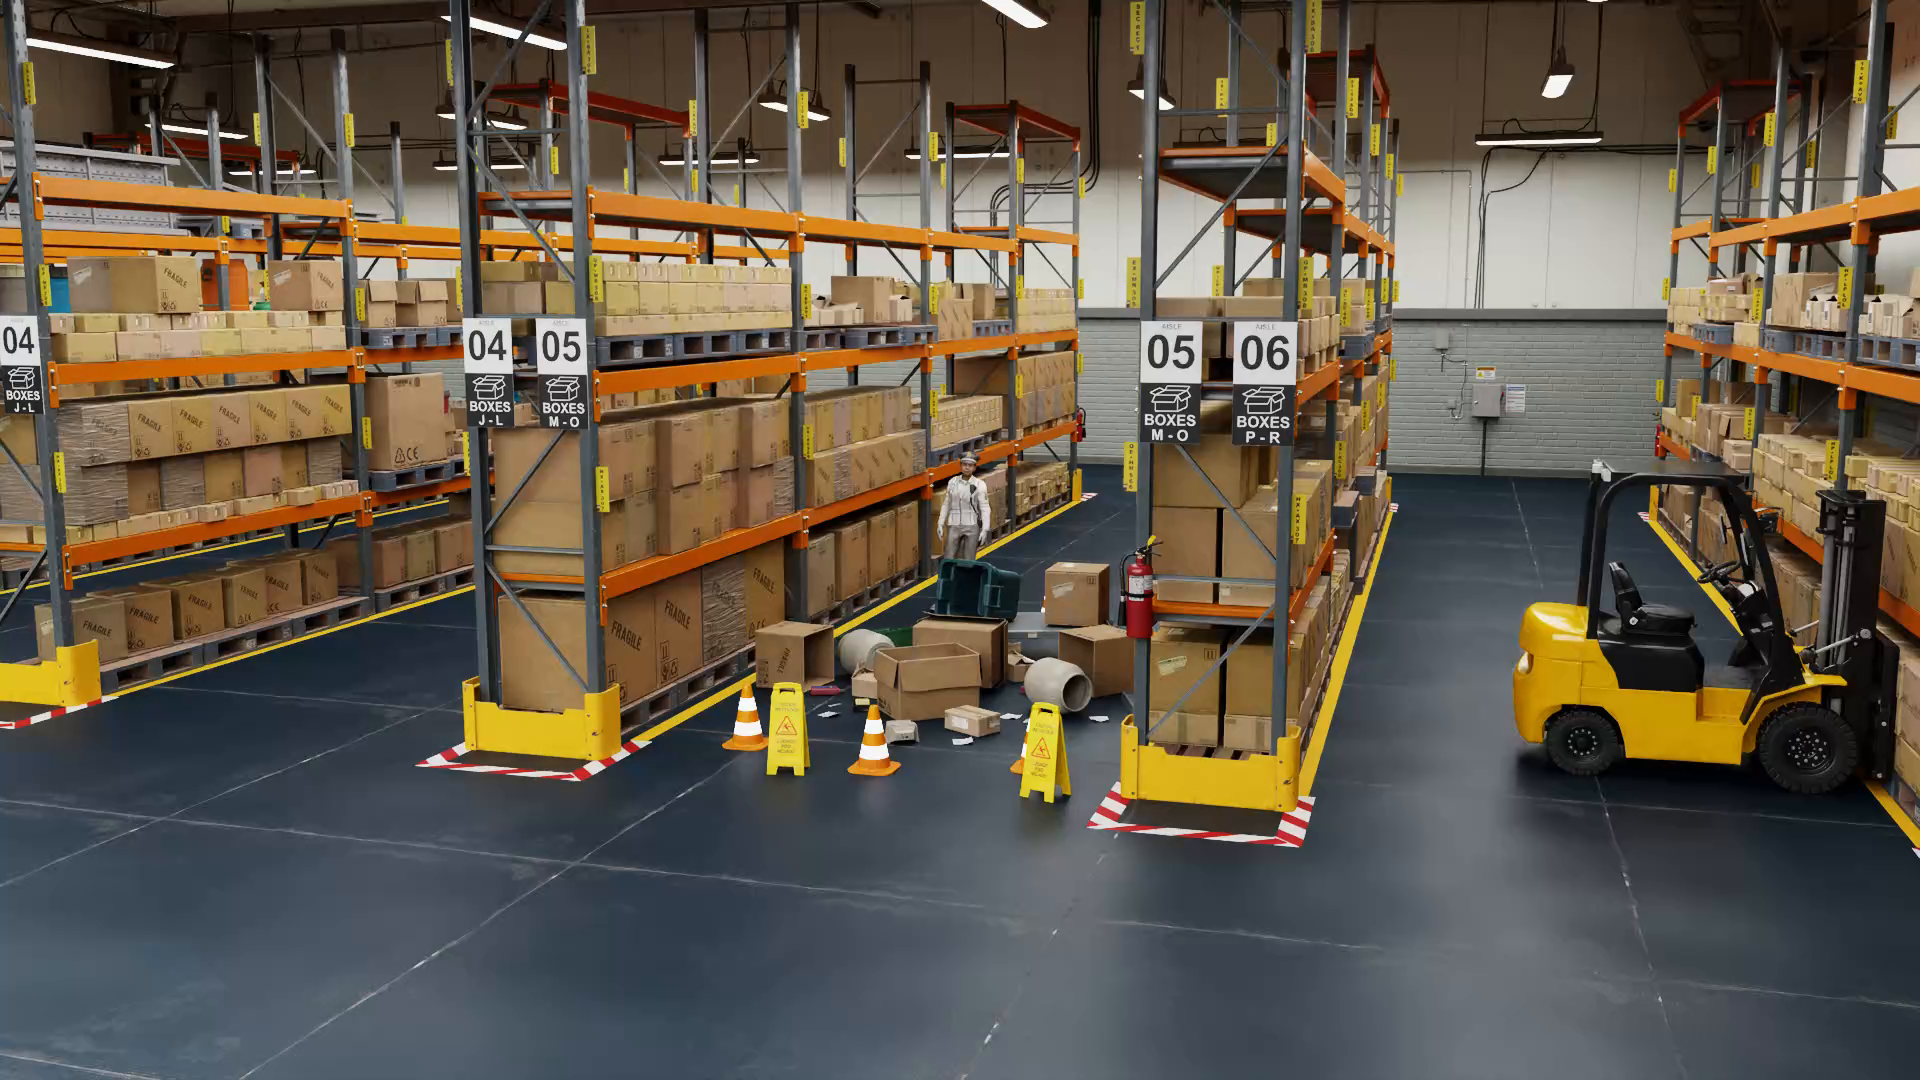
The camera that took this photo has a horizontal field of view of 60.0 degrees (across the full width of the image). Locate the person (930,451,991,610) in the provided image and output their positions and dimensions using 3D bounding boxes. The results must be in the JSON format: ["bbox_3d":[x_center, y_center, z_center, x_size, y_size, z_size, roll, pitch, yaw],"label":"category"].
[{"bbox_3d":[0.021,-0.101,17.848,0.588,1.697,0.533,2,9,16],"label":"person"}]
